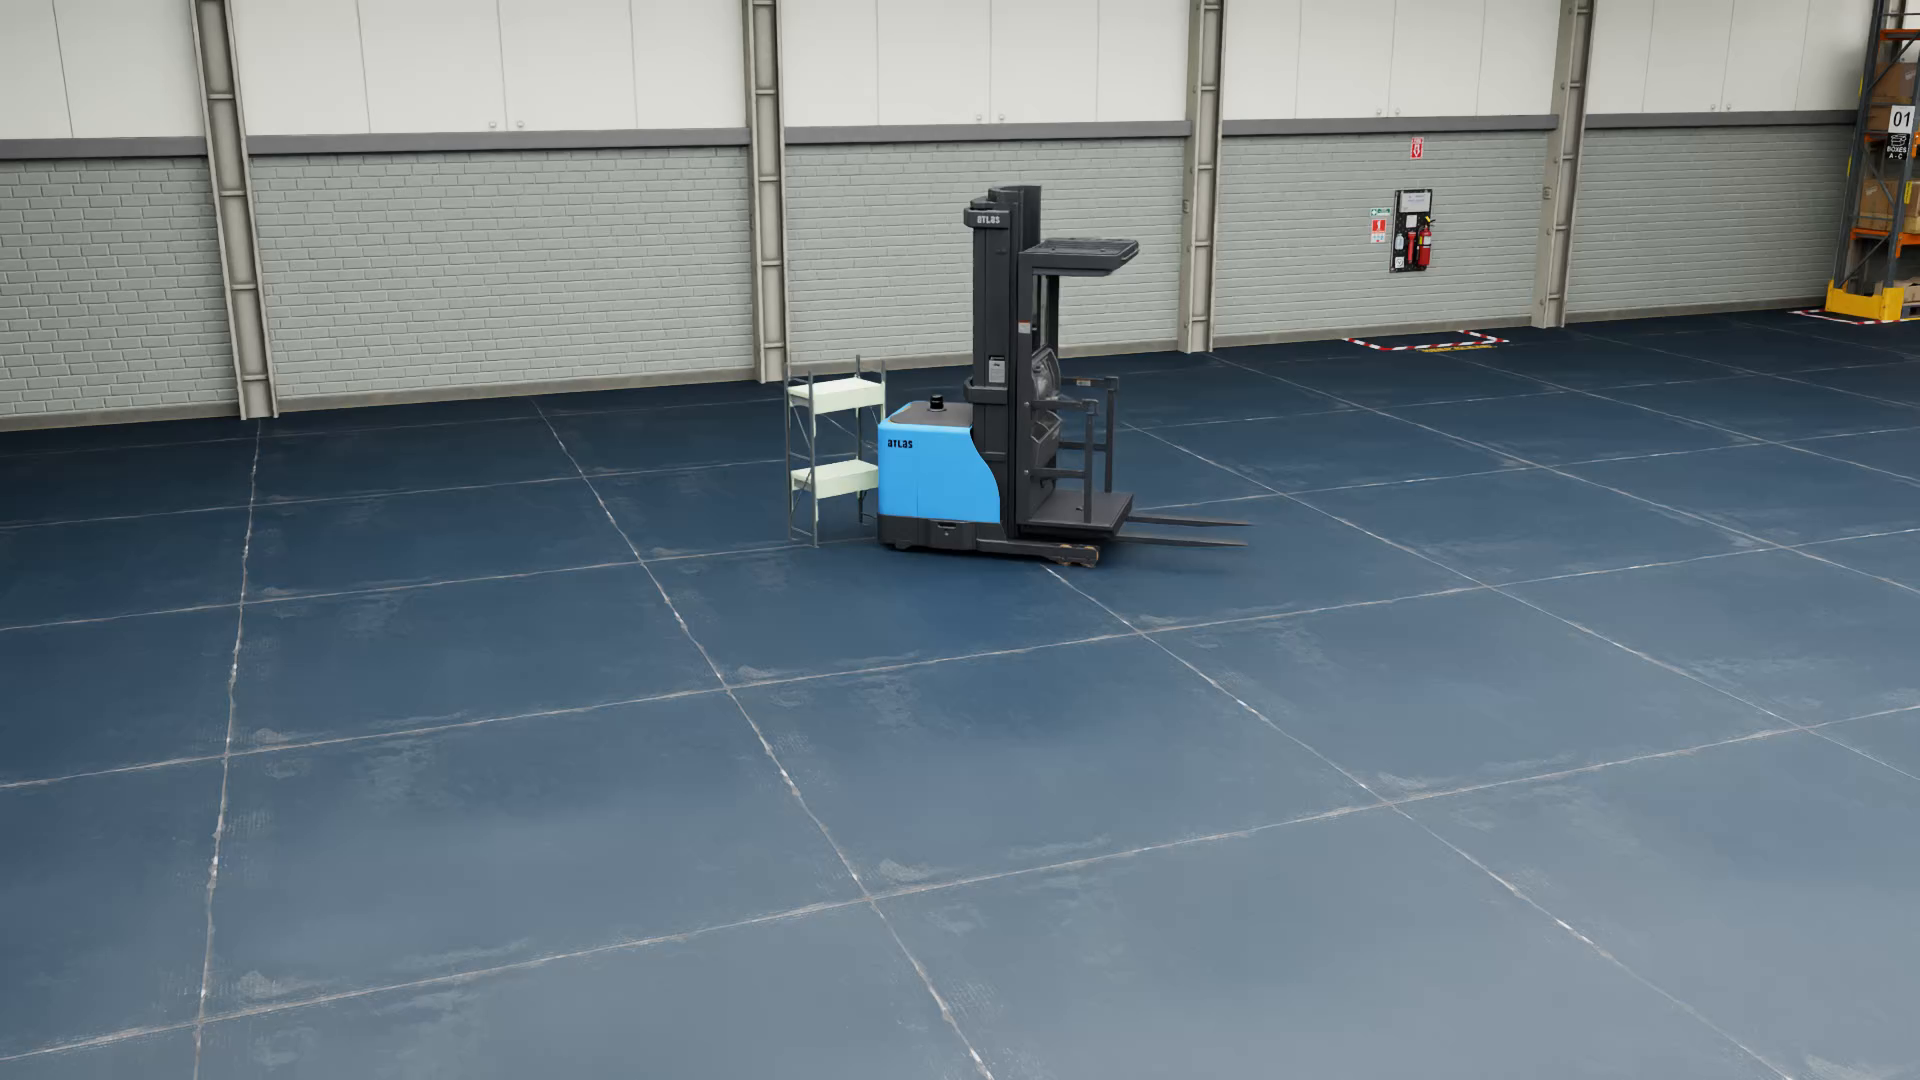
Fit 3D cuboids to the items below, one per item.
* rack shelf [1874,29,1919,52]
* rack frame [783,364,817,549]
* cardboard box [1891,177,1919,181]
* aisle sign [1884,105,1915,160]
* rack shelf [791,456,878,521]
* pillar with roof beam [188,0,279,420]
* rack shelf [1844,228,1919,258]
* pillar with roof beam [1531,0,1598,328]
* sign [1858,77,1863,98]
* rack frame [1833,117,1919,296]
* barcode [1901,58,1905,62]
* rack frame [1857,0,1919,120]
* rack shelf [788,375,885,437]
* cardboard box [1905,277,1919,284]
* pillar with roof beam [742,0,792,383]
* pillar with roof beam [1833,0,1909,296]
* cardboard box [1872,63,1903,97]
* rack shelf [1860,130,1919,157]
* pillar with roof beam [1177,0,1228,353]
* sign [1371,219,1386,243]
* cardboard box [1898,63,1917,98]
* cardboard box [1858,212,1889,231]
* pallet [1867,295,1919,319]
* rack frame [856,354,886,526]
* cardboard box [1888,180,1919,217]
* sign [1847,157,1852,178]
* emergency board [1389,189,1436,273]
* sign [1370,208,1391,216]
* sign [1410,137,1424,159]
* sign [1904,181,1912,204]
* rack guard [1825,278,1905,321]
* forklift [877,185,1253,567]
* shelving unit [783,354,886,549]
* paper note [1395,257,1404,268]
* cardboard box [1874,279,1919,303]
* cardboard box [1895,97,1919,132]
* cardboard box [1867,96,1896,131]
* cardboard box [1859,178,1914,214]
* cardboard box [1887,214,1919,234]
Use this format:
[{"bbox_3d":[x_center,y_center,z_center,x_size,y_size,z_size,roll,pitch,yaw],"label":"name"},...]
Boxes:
[{"bbox_3d":[15.977,-7.705,25.648,4.000,0.370,1.077,-6,17,-20],"label":"rack shelf"},{"bbox_3d":[-1.323,-0.689,13.783,0.023,1.500,0.400,-13,21,-37],"label":"rack frame"},{"bbox_3d":[14.947,-5.421,26.133,0.500,0.500,0.500,-6,17,-19],"label":"cardboard box"},{"bbox_3d":[14.150,-6.133,25.045,0.004,0.787,0.394,-6,17,-20],"label":"aisle sign"},{"bbox_3d":[-1.039,-0.441,14.096,0.720,0.370,0.431,-13,21,-37],"label":"rack shelf"},{"bbox_3d":[-6.417,-4.596,13.777,0.400,9.000,9.100,-6,17,-20],"label":"pillar with roof beam"},{"bbox_3d":[15.977,-4.828,26.492,4.000,0.370,1.077,-6,17,-20],"label":"rack shelf"},{"bbox_3d":[10.392,-6.411,19.957,0.400,9.000,9.100,-6,17,-20],"label":"pillar with roof beam"},{"bbox_3d":[13.930,-6.984,25.661,0.005,0.325,0.100,-6,17,-20],"label":"sign"},{"bbox_3d":[14.110,-4.972,25.704,0.127,3.000,1.000,-6,17,-20],"label":"rack frame"},{"bbox_3d":[14.594,-7.429,25.734,0.075,0.075,0.001,-6,17,-20],"label":"barcode"},{"bbox_3d":[14.110,-7.850,24.859,0.127,3.000,1.000,-6,17,-20],"label":"rack frame"},{"bbox_3d":[-1.039,-1.129,13.894,0.720,0.370,0.431,-13,21,-37],"label":"rack shelf"},{"bbox_3d":[15.320,-3.996,26.374,0.500,0.311,0.500,-5,17,-15],"label":"cardboard box"},{"bbox_3d":[-0.814,-5.201,15.837,0.400,9.000,9.100,-6,17,-20],"label":"pillar with roof beam"},{"bbox_3d":[15.994,-7.016,22.017,0.400,9.000,9.100,-6,17,-20],"label":"pillar with roof beam"},{"bbox_3d":[14.419,-7.060,25.506,0.500,0.500,0.500,-5,17,-18],"label":"cardboard box"},{"bbox_3d":[15.977,-6.267,26.070,4.000,0.370,1.077,-6,17,-20],"label":"rack shelf"},{"bbox_3d":[4.789,-5.806,17.897,0.400,9.000,9.100,-6,17,-20],"label":"pillar with roof beam"},{"bbox_3d":[5.977,-4.414,23.743,0.234,0.329,0.001,-6,17,-20],"label":"sign"},{"bbox_3d":[14.556,-6.923,25.039,0.500,0.500,0.500,-8,18,-24],"label":"cardboard box"},{"bbox_3d":[14.477,-5.007,26.057,0.500,0.250,0.500,-6,17,-19],"label":"cardboard box"},{"bbox_3d":[14.952,-3.714,26.371,1.213,0.211,1.003,-6,17,-20],"label":"pallet"},{"bbox_3d":[-0.755,-0.819,14.226,0.023,1.500,0.400,-13,21,-37],"label":"rack frame"},{"bbox_3d":[14.663,-5.238,25.512,0.500,0.500,0.500,-6,17,-20],"label":"cardboard box"},{"bbox_3d":[13.930,-5.827,26.001,0.005,0.325,0.100,-6,17,-20],"label":"sign"},{"bbox_3d":[6.530,-4.426,23.845,0.643,1.169,0.194,-6,17,-20],"label":"emergency board"},{"bbox_3d":[5.984,-4.667,23.662,0.331,0.109,0.001,-6,17,-20],"label":"sign"},{"bbox_3d":[6.487,-5.563,23.605,0.199,0.298,0.001,-6,17,-20],"label":"sign"},{"bbox_3d":[14.304,-5.244,25.096,0.005,0.325,0.100,-6,17,-20],"label":"sign"},{"bbox_3d":[14.181,-3.780,26.083,0.348,0.500,1.175,-6,17,-20],"label":"rack guard"},{"bbox_3d":[0.887,-1.354,13.506,3.031,2.935,1.130,4,17,14],"label":"forklift"},{"bbox_3d":[-1.039,-0.754,14.004,0.755,1.500,0.431,-13,21,-37],"label":"shelving unit"},{"bbox_3d":[6.340,-4.003,23.971,0.142,0.148,0.016,-6,17,-20],"label":"paper note"},{"bbox_3d":[14.788,-3.939,26.178,0.500,0.311,0.500,-8,18,-26],"label":"cardboard box"},{"bbox_3d":[14.511,-6.436,25.156,0.500,0.500,0.500,-6,17,-19],"label":"cardboard box"},{"bbox_3d":[14.409,-6.577,25.635,0.500,0.500,0.500,-5,17,-16],"label":"cardboard box"},{"bbox_3d":[14.474,-5.372,25.969,0.500,0.500,0.500,-6,18,-21],"label":"cardboard box"},{"bbox_3d":[14.679,-4.875,25.606,0.500,0.250,0.500,-7,18,-22],"label":"cardboard box"}]
